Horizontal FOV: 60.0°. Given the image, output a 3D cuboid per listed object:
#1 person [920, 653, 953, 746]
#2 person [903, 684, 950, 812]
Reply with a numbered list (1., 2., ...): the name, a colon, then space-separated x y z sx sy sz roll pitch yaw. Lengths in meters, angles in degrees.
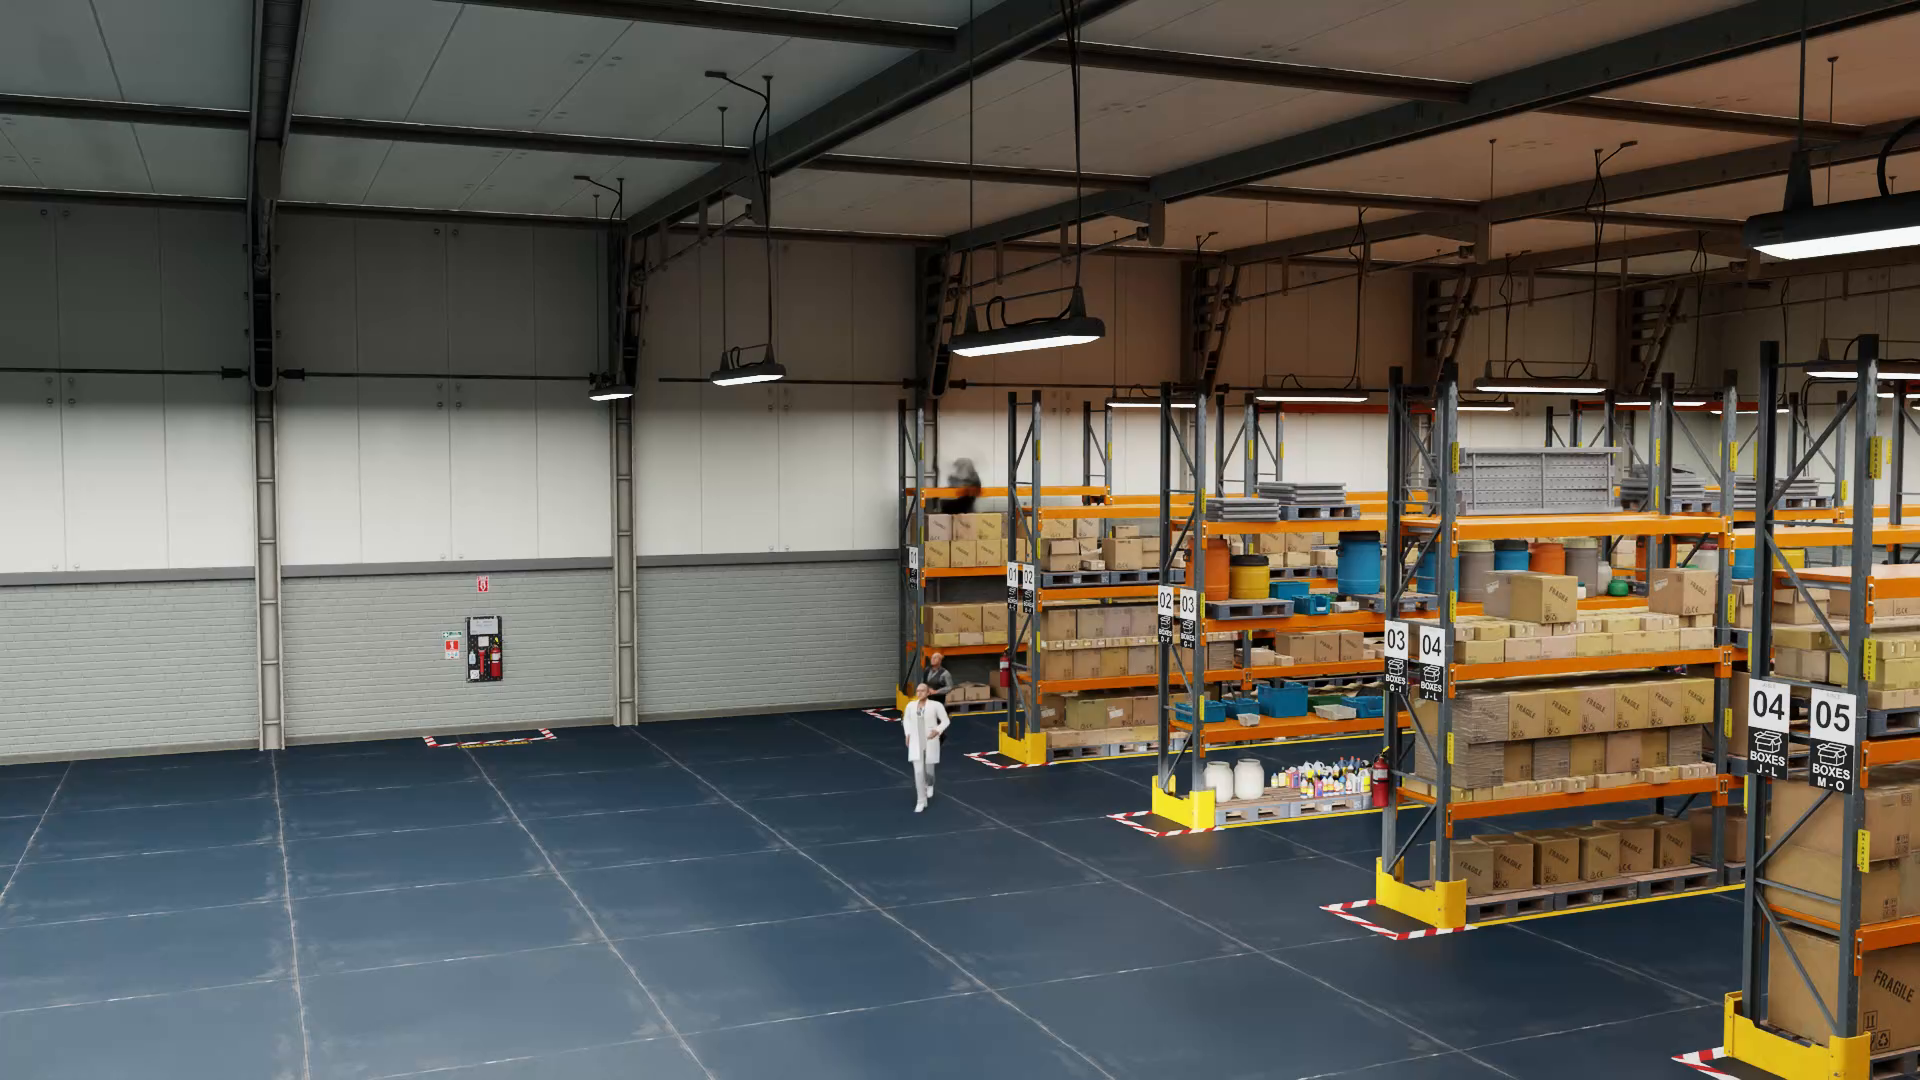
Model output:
1. person: -0.394 2.713 27.620 0.695 1.706 0.844 2 4 35
2. person: -0.492 2.913 23.575 0.704 1.773 0.843 1 3 11
